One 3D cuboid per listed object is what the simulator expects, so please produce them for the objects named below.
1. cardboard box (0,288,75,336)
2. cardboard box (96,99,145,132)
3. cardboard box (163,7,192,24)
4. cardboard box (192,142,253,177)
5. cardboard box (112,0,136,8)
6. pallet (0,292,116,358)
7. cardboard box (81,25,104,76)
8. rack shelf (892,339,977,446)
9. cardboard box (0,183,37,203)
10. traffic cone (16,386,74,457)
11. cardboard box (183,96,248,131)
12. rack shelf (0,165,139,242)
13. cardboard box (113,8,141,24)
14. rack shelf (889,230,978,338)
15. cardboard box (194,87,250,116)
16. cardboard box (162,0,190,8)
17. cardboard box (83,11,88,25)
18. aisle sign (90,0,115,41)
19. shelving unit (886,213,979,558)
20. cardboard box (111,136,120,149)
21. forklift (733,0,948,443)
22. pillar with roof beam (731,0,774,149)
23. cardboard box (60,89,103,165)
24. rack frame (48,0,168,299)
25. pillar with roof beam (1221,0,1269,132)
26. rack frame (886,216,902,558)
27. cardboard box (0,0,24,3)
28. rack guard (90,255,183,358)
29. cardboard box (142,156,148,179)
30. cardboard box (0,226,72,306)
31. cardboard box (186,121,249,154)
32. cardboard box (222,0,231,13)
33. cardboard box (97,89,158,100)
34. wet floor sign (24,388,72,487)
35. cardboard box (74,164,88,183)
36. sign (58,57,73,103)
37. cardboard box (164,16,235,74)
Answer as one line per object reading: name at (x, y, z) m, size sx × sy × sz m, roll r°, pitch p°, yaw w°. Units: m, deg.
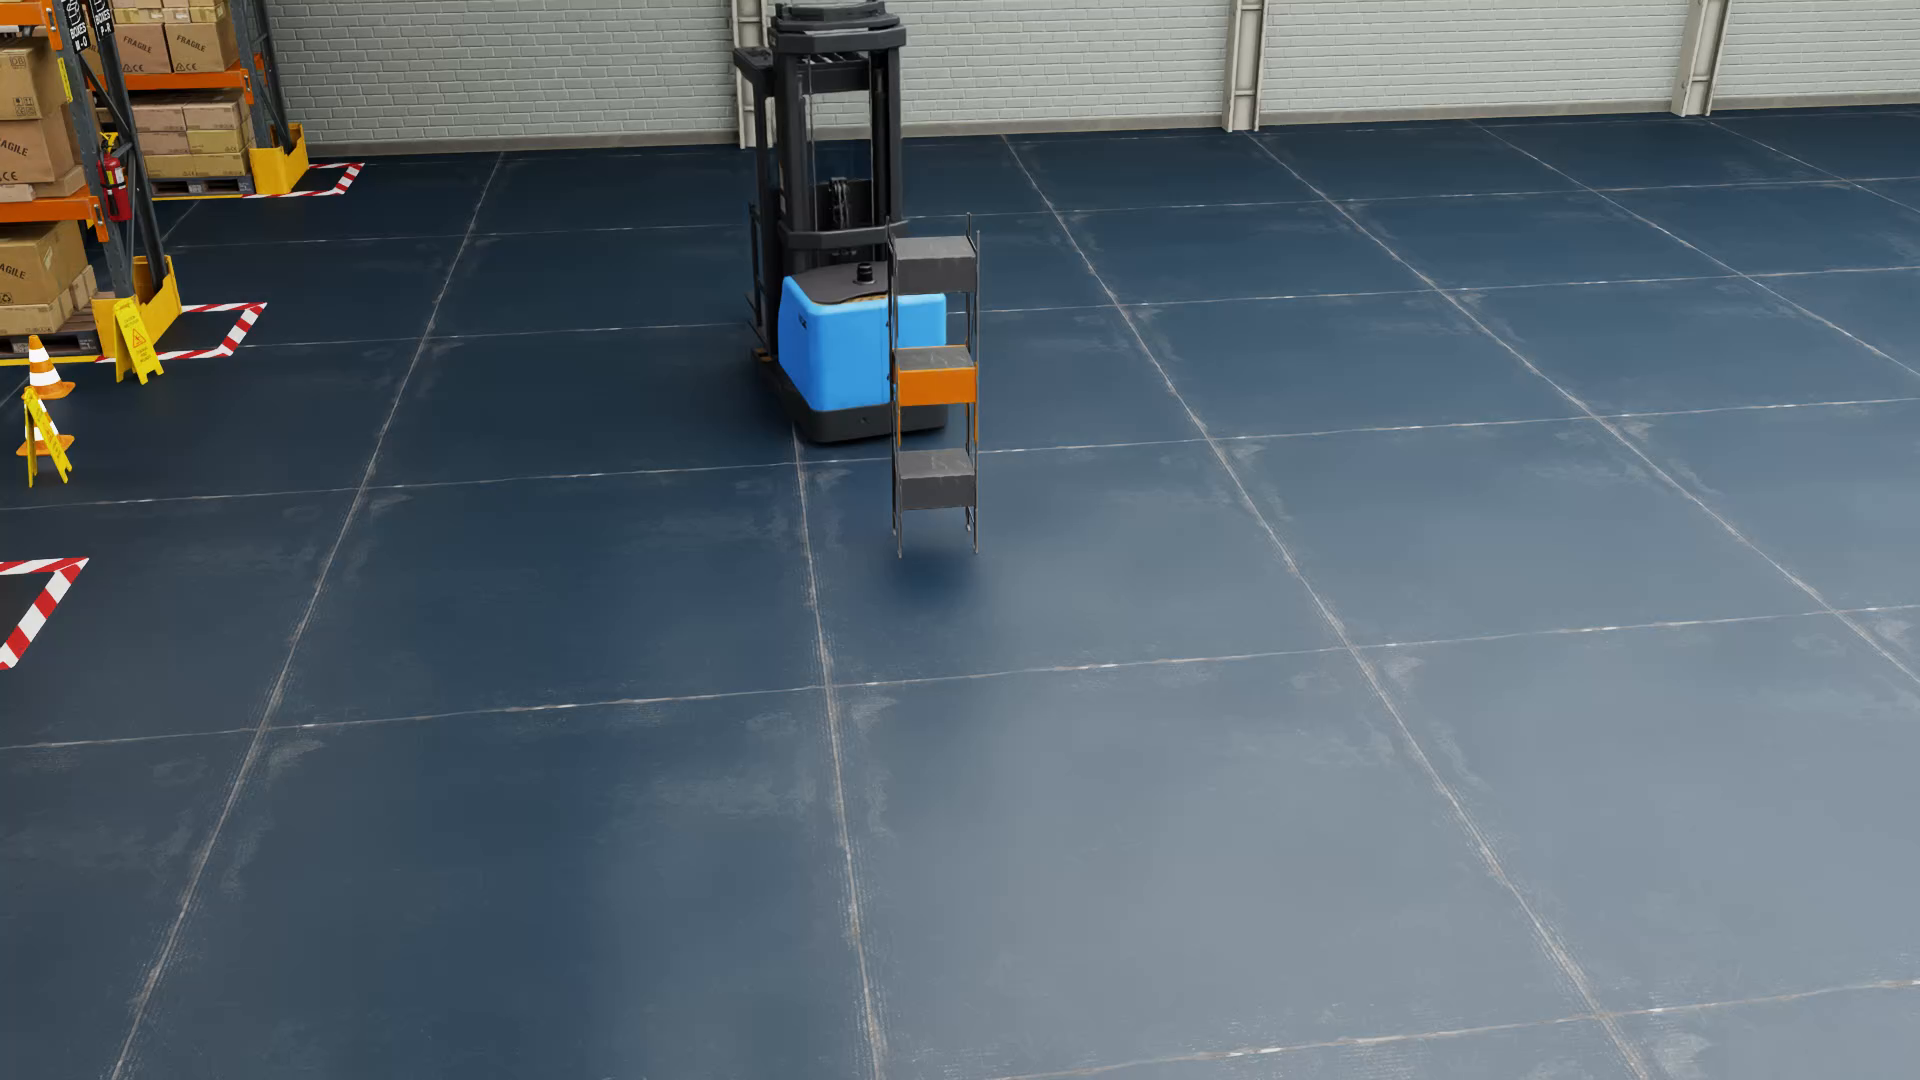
cardboard box at (-7.668, -1.892, 13.704) m, size 0.500 × 0.250 × 0.500 m, roll -4°, pitch 27°, yaw -7°
cardboard box at (-8.993, -4.513, 17.717) m, size 0.500 × 0.250 × 0.500 m, roll -3°, pitch 27°, yaw -6°
cardboard box at (-8.130, -5.502, 17.367) m, size 0.250 × 0.149 × 0.380 m, roll -3°, pitch 27°, yaw -6°
cardboard box at (-7.998, -4.138, 18.080) m, size 0.500 × 0.250 × 0.500 m, roll -3°, pitch 27°, yaw -7°
cardboard box at (-8.654, -5.654, 17.337) m, size 0.250 × 0.149 × 0.380 m, roll -4°, pitch 27°, yaw -7°
pallet at (-7.766, -1.822, 14.070) m, size 1.213 × 0.211 × 1.003 m, roll -4°, pitch 27°, yaw -7°
cardboard box at (-9.050, -5.180, 17.450) m, size 0.500 × 0.500 × 0.500 m, roll -4°, pitch 27°, yaw -8°
rack shelf at (-0.164, -0.912, 10.256) m, size 0.480 × 0.518 × 0.431 m, roll -4°, pitch 27°, yaw -7°
cardboard box at (-7.458, -2.805, 13.206) m, size 0.250 × 0.149 × 0.380 m, roll -4°, pitch 27°, yaw -8°
traffic cone at (-6.637, -0.884, 11.966) m, size 0.334 × 0.463 × 0.336 m, roll -4°, pitch 27°, yaw -7°
cardboard box at (-7.990, -4.585, 17.857) m, size 0.500 × 0.250 × 0.500 m, roll -3°, pitch 27°, yaw -5°
rack shelf at (-8.862, -2.656, 13.429) m, size 4.000 × 0.370 × 1.077 m, roll -4°, pitch 27°, yaw -7°
cardboard box at (-8.643, -5.502, 17.368) m, size 0.250 × 0.149 × 0.380 m, roll -4°, pitch 27°, yaw -7°
rack shelf at (-0.164, -1.534, 9.937) m, size 0.480 × 0.518 × 0.431 m, roll -4°, pitch 27°, yaw -7°
cardboard box at (-8.079, -4.810, 18.296) m, size 0.500 × 0.250 × 0.500 m, roll -4°, pitch 27°, yaw -8°
cardboard box at (-8.142, -5.665, 17.358) m, size 0.250 × 0.149 × 0.380 m, roll -4°, pitch 27°, yaw -7°
cardboard box at (-9.148, -5.439, 17.244) m, size 0.250 × 0.149 × 0.380 m, roll -3°, pitch 27°, yaw -7°
aisle sign at (-6.864, -4.404, 13.200) m, size 0.004 × 0.787 × 0.394 m, roll -4°, pitch 27°, yaw -7°
shelving unit at (-0.164, -0.924, 10.250) m, size 0.503 × 2.100 × 0.431 m, roll -4°, pitch 27°, yaw -7°
cardboard box at (-9.022, -4.291, 17.832) m, size 0.500 × 0.250 × 0.500 m, roll -4°, pitch 27°, yaw -8°
forklift at (-1.051, -2.658, 12.720) m, size 1.130 × 2.935 × 3.031 m, roll -9°, pitch 29°, yaw -17°
pillar with roof beam at (-1.851, -6.815, 14.174) m, size 0.400 × 9.000 × 9.100 m, roll -4°, pitch 27°, yaw -7°
cardboard box at (-7.389, -3.375, 13.607) m, size 0.500 × 0.500 × 0.500 m, roll -4°, pitch 27°, yaw -8°
rack frame at (-6.882, -3.103, 13.512) m, size 0.127 × 3.000 × 1.000 m, roll -4°, pitch 27°, yaw -7°
pillar with roof beam at (4.091, -7.196, 14.918) m, size 0.400 × 9.000 × 9.100 m, roll -4°, pitch 27°, yaw -7°
rack frame at (-0.406, -0.908, 10.220) m, size 0.015 × 2.100 × 0.400 m, roll -4°, pitch 27°, yaw -7°
cardboard box at (-7.196, -4.177, 12.594) m, size 0.250 × 0.149 × 0.380 m, roll -4°, pitch 27°, yaw -7°
rack guard at (-6.957, -1.986, 14.074) m, size 0.348 × 0.500 × 1.175 m, roll -4°, pitch 27°, yaw -7°
cardboard box at (-8.989, -4.083, 17.973) m, size 0.500 × 0.250 × 0.500 m, roll -3°, pitch 27°, yaw -7°
cardboard box at (-7.639, -2.232, 13.544) m, size 0.500 × 0.500 × 0.500 m, roll -4°, pitch 27°, yaw -7°
cardboard box at (-8.015, -4.361, 17.967) m, size 0.500 × 0.250 × 0.500 m, roll -4°, pitch 27°, yaw -8°
cardboard box at (-7.949, -5.776, 17.901) m, size 0.250 × 0.149 × 0.380 m, roll -4°, pitch 27°, yaw -8°
cardboard box at (-9.070, -4.750, 18.178) m, size 0.500 × 0.250 × 0.500 m, roll -4°, pitch 27°, yaw -7°
wet floor sign at (-6.339, -0.721, 11.449) m, size 0.232 × 0.644 × 0.267 m, roll -8°, pitch 28°, yaw -16°
cardboard box at (-7.247, -3.064, 13.710) m, size 0.250 × 0.149 × 0.380 m, roll -4°, pitch 27°, yaw -7°
sign at (-6.824, -3.507, 12.684) m, size 0.005 × 0.325 × 0.100 m, roll -4°, pitch 27°, yaw -7°
cardboard box at (-8.028, -5.241, 17.570) m, size 0.500 × 0.500 × 0.500 m, roll -4°, pitch 27°, yaw -8°
